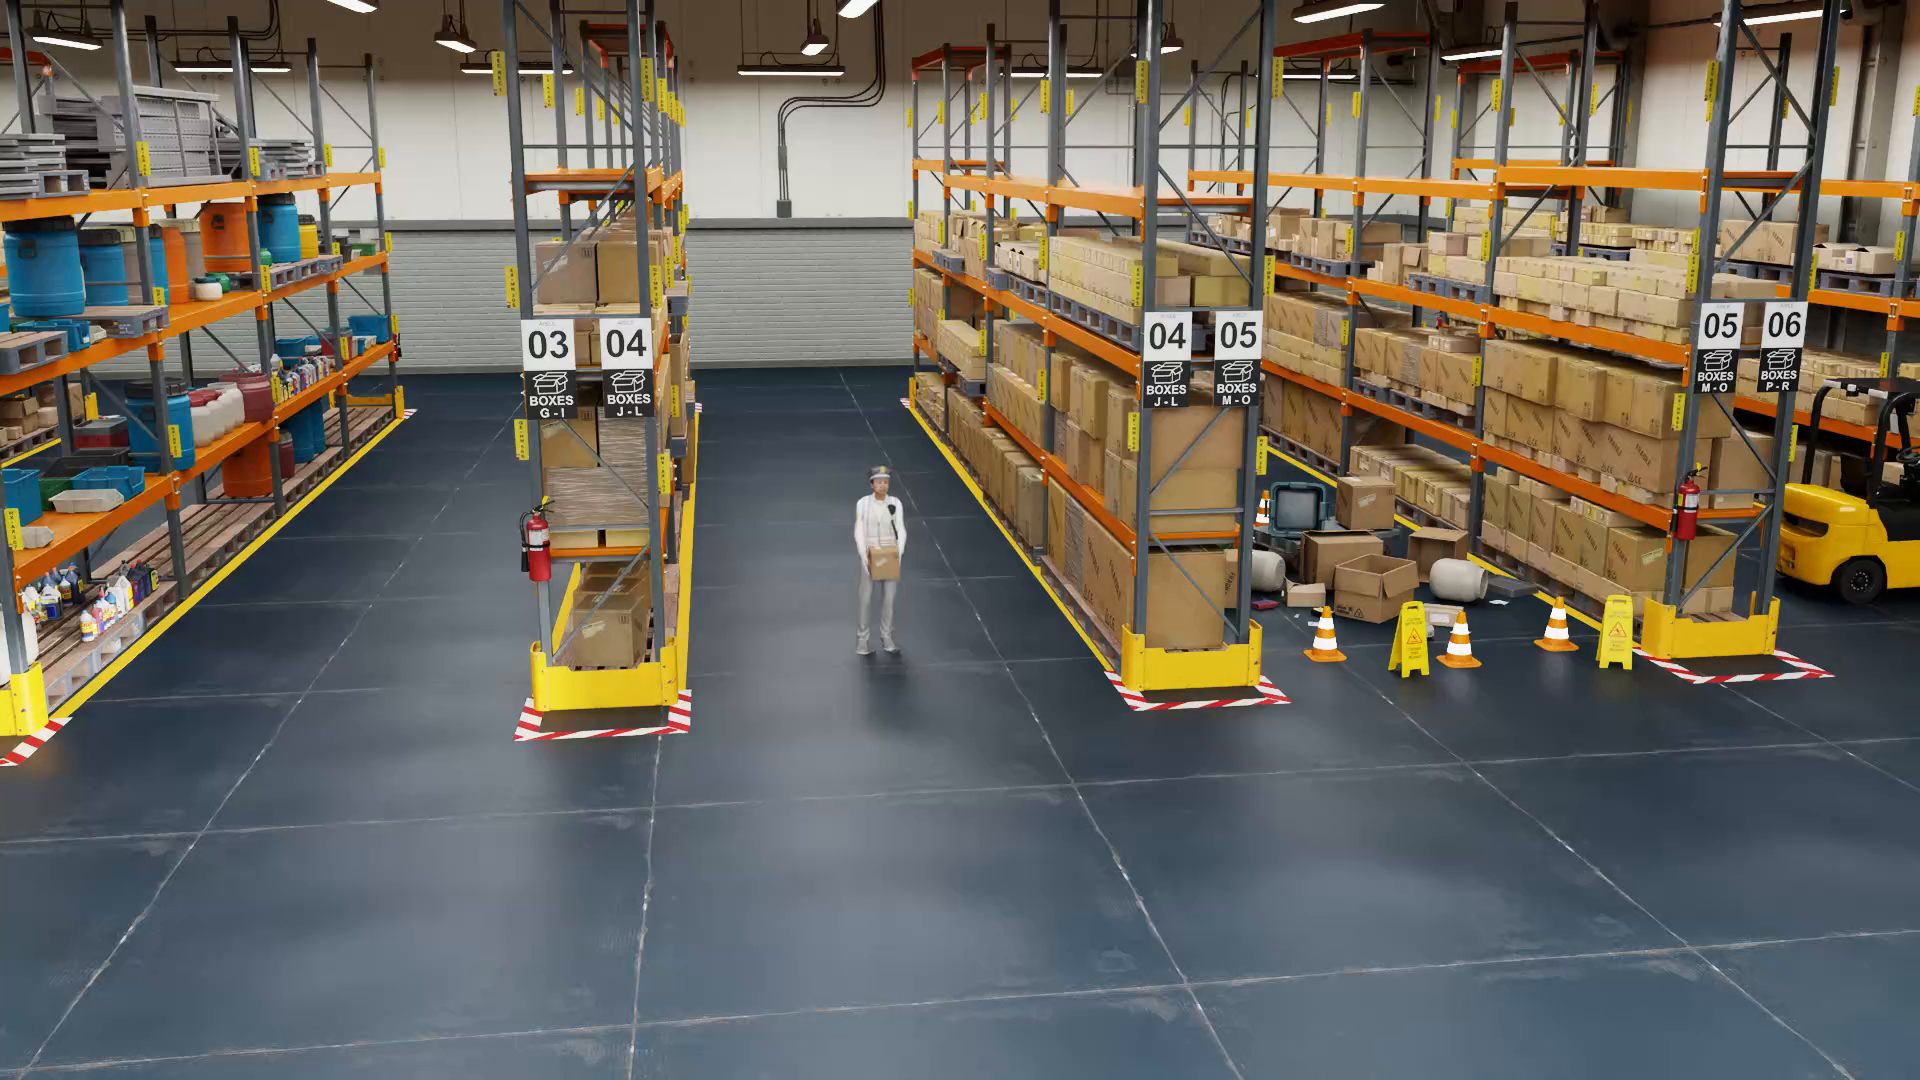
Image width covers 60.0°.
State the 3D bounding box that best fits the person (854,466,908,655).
[{"bbox_3d":[-0.724,0.170,15.182,0.503,1.700,0.505,-2,13,-8],"label":"person"}]
